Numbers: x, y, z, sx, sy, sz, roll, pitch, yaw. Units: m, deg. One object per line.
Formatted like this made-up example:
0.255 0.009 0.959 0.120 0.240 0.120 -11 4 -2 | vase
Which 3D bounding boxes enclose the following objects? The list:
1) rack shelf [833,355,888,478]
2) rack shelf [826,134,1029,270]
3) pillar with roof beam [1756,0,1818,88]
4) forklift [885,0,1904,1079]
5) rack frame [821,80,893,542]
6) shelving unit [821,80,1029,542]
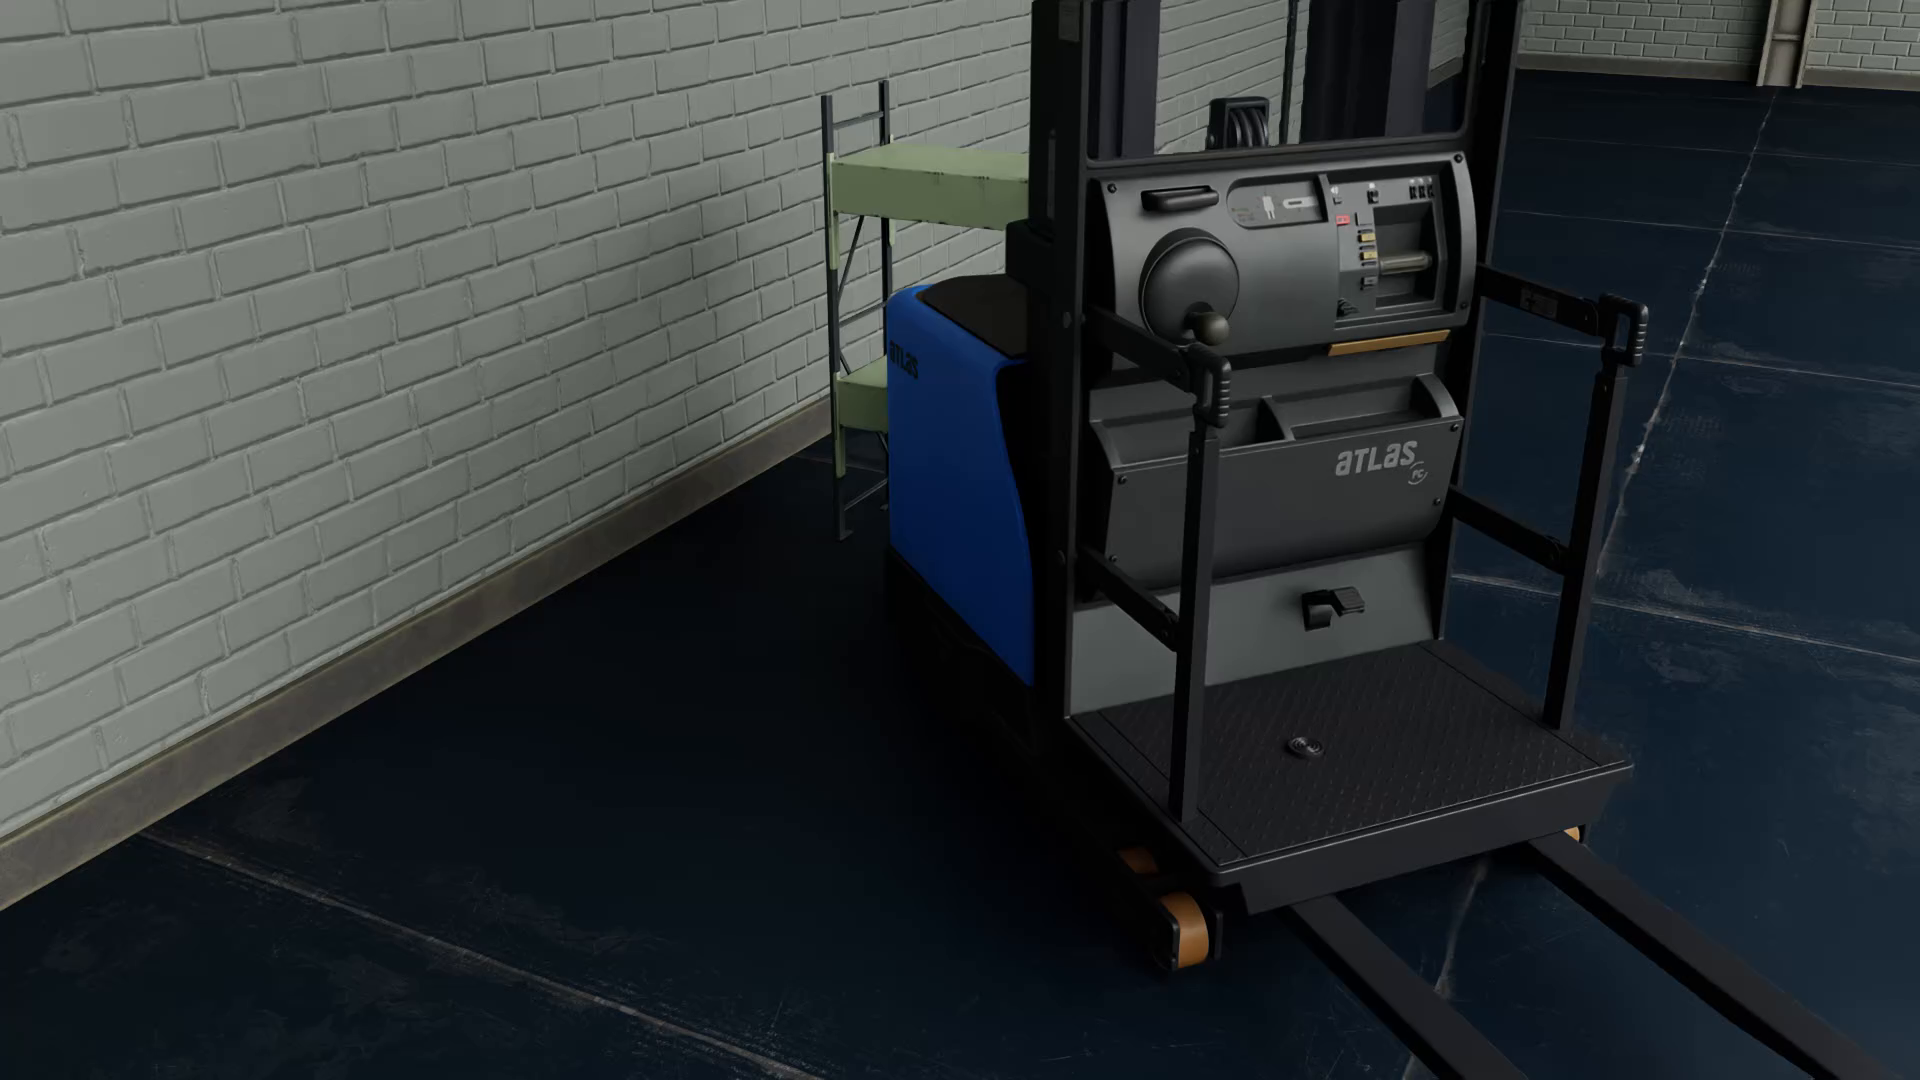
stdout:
-0.006 -0.391 5.587 0.720 0.370 0.431 11 25 25 | rack shelf
-0.006 -1.050 5.307 0.720 0.370 0.431 11 25 25 | rack shelf
5.999 -7.050 10.830 0.400 9.000 9.100 11 25 25 | pillar with roof beam
0.815 -0.614 3.448 1.130 2.935 3.031 -9 25 -21 | forklift
-0.333 -0.756 5.611 0.023 1.500 0.400 11 25 25 | rack frame
-0.006 -0.691 5.459 0.755 1.500 0.431 11 25 25 | shelving unit
